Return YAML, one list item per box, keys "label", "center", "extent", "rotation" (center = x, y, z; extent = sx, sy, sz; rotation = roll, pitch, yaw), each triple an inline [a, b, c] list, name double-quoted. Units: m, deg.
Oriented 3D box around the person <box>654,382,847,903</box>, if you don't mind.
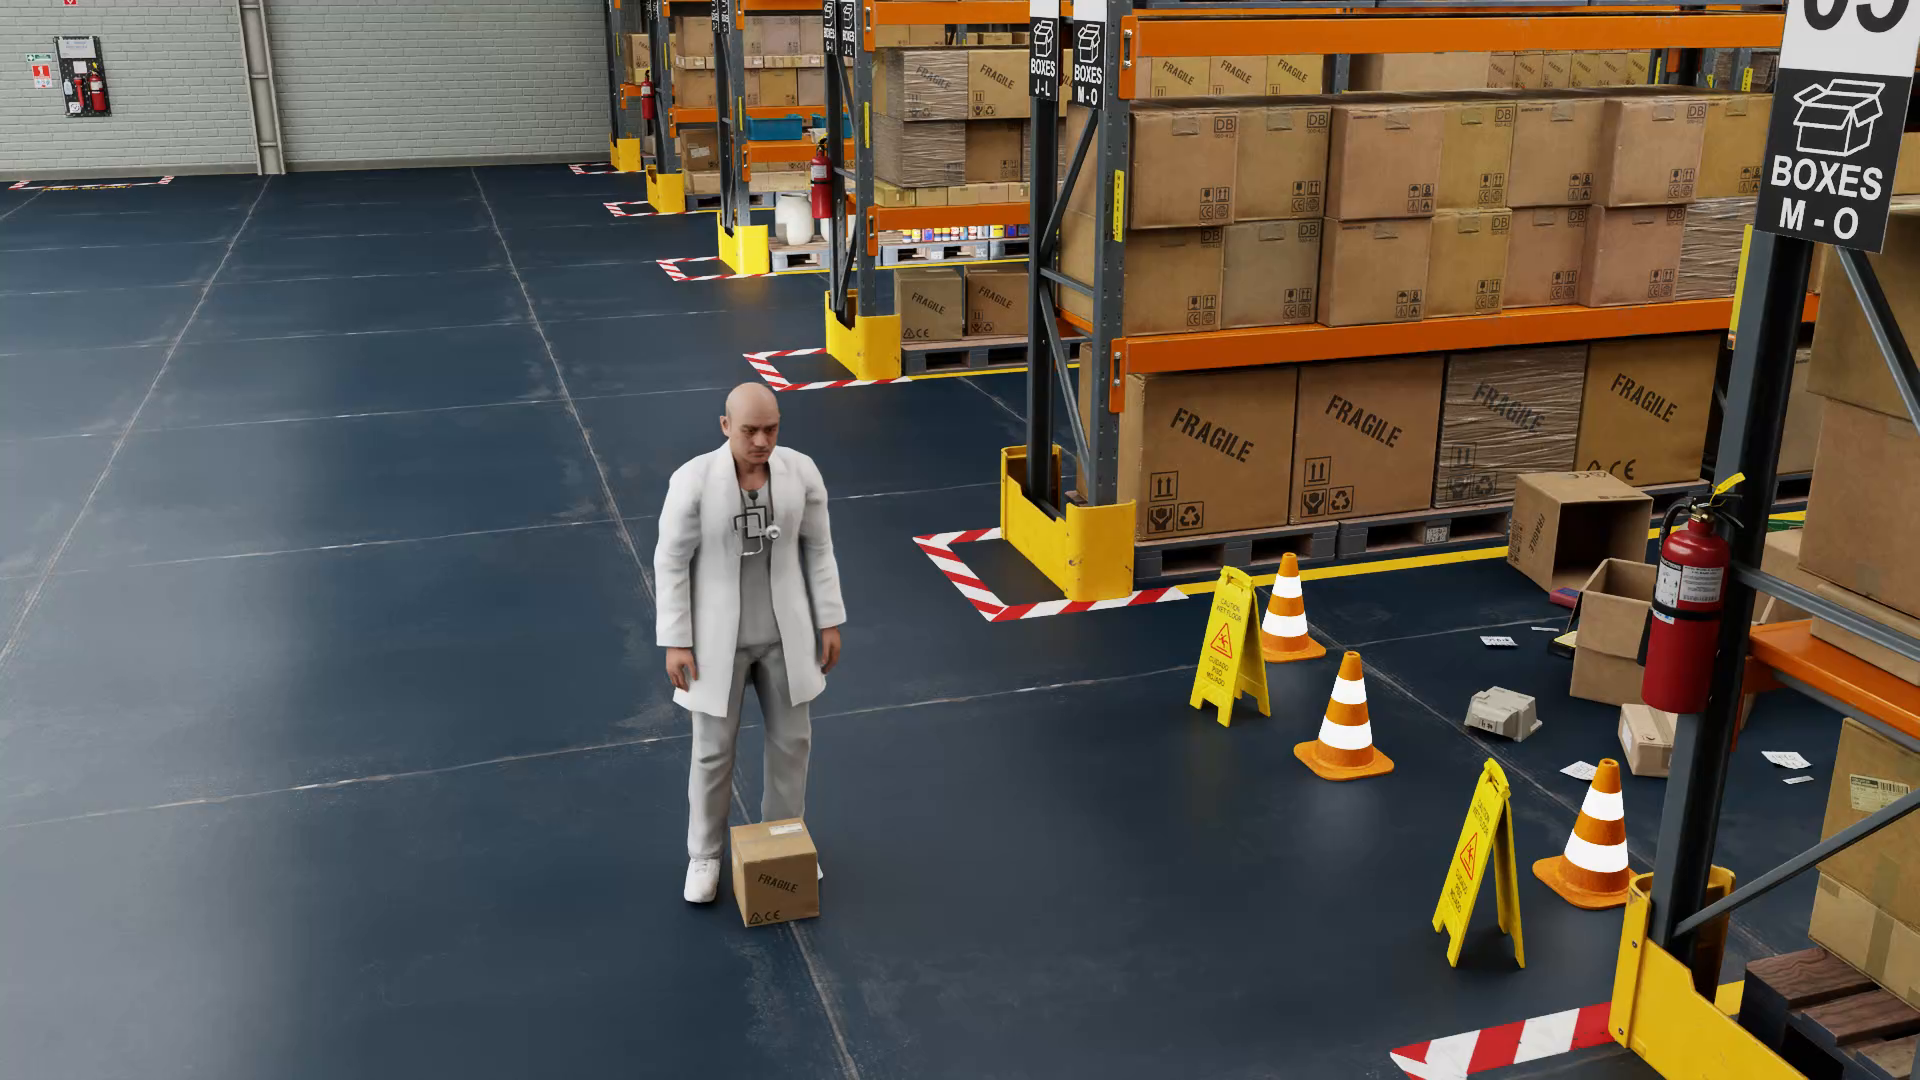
- label: "person"
  center: [-0.701, 0.328, 5.631]
  extent: [0.654, 1.775, 0.420]
  rotation: [-7, 20, -20]
